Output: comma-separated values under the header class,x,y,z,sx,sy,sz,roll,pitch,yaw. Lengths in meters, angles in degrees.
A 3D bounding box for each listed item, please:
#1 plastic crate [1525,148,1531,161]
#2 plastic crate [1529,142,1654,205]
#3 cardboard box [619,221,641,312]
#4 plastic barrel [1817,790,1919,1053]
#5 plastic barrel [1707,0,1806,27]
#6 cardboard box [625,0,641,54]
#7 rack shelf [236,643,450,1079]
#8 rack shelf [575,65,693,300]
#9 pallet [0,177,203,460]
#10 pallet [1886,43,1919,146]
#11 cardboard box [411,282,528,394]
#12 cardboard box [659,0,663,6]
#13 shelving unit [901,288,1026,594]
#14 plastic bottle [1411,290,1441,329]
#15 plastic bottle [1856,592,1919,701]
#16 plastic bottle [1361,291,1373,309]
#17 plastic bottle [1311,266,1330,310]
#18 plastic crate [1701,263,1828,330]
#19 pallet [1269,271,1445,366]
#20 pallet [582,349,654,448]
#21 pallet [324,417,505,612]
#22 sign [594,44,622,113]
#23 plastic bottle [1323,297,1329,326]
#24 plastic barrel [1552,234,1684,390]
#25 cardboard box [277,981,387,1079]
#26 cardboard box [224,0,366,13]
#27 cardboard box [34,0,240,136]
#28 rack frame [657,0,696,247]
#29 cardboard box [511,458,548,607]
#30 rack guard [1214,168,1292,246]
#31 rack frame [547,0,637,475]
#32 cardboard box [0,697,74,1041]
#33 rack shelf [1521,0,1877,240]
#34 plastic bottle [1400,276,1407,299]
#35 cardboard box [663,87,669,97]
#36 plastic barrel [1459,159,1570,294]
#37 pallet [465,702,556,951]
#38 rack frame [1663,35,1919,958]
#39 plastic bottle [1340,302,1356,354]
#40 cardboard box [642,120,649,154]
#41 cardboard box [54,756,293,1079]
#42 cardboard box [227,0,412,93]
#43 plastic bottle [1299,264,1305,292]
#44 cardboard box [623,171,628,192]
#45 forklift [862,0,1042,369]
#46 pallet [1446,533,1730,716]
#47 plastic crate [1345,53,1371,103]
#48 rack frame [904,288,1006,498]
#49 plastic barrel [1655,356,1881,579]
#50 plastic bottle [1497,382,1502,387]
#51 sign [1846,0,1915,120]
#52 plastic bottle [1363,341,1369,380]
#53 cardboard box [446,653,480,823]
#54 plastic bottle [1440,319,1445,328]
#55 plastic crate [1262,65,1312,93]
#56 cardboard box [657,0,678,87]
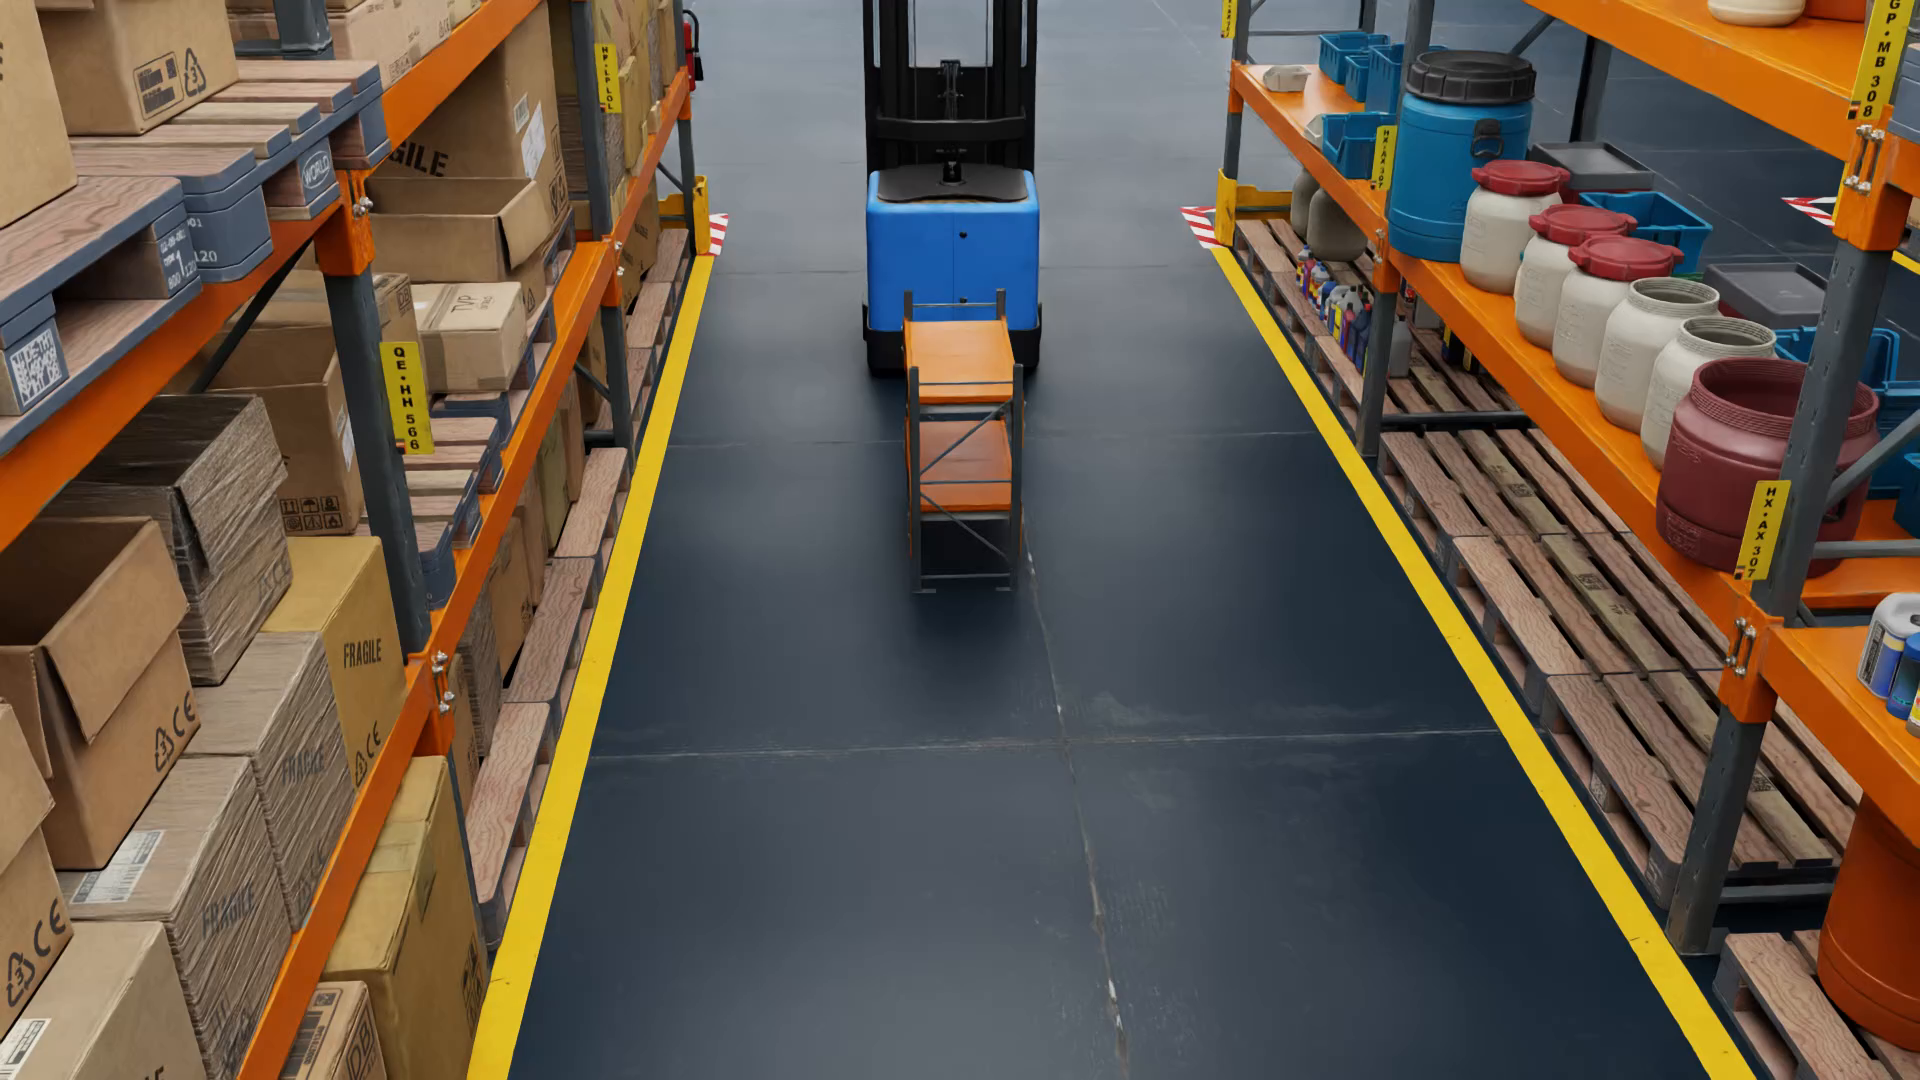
class,x,y,z,sx,sy,sz,roll,pitch,yaw
plastic crate,2.794,-2.035,8.976,0.767,0.338,0.504,-1,28,-3
plastic crate,3.025,-1.630,8.063,0.402,0.464,0.583,-1,28,-3
cardboard box,-2.366,-1.770,10.649,0.500,0.500,0.500,1,28,2
plastic barrel,2.945,1.031,4.923,0.600,0.830,0.708,-1,28,-3
plastic barrel,2.603,-1.821,5.404,0.301,0.262,0.301,0,28,0
cardboard box,-2.075,-2.994,9.235,0.500,0.500,0.500,-1,28,-3
rack shelf,-1.939,1.391,3.117,1.077,0.370,4.000,-1,28,-3
rack shelf,-2.357,-2.303,10.200,1.077,0.370,4.000,-1,28,-3
pallet,-1.895,-0.285,2.513,1.003,0.211,1.213,0,28,0
pallet,2.845,-0.861,3.619,1.003,0.211,1.213,-1,28,-3
cardboard box,-1.901,-0.750,6.153,0.500,0.250,0.500,-2,28,-4
cardboard box,-2.154,-3.686,10.564,0.500,0.500,0.500,-1,28,-3
shelving unit,0.000,-0.496,7.984,0.538,1.125,1.048,-1,28,-3
plastic bottle,2.888,-1.457,10.269,0.152,0.276,0.135,-1,28,-3
plastic bottle,2.603,0.292,4.581,0.152,0.276,0.135,-1,28,-3
plastic bottle,2.447,-1.351,10.059,0.061,0.283,0.133,-1,28,-3
plastic bottle,2.292,-1.601,10.551,0.097,0.271,0.097,0,28,0
plastic crate,3.124,-0.753,6.381,0.402,0.464,0.583,-1,28,-3
pallet,2.634,-1.458,10.816,1.003,0.211,1.213,-1,28,-3
pallet,-2.323,-0.771,9.501,1.003,0.211,1.213,-1,28,-3
pallet,-2.187,-0.093,5.392,1.213,0.211,1.003,-1,28,-3
sign,-1.698,-2.227,8.024,0.100,0.325,0.005,-1,28,-3
plastic bottle,2.308,-1.430,10.298,0.097,0.201,0.097,0,28,0
plastic barrel,2.586,-0.893,6.571,0.433,0.535,0.433,0,28,0
cardboard box,-1.989,1.636,3.714,1.225,0.875,0.875,-1,28,-2
cardboard box,-1.811,-1.670,4.317,0.500,0.500,0.500,-1,28,-2
cardboard box,-1.940,-1.133,3.370,0.797,0.503,0.637,0,28,0
rack frame,-2.461,-3.546,11.805,1.000,3.000,0.127,-1,28,-3
cardboard box,-2.206,-0.022,7.276,0.700,0.500,0.500,-4,28,-7
rack guard,2.536,-2.523,12.547,1.175,0.500,0.348,-1,28,-3
rack frame,-2.252,-1.698,8.263,1.000,3.000,0.127,-1,28,-3
cardboard box,-1.948,0.608,2.647,0.797,0.503,0.637,-1,28,-1
rack shelf,2.798,-1.905,6.194,1.077,0.370,4.000,-1,28,-3
plastic bottle,2.898,-1.699,10.725,0.061,0.283,0.133,-1,28,-3
cardboard box,-2.163,-3.078,11.180,0.380,0.149,0.250,-1,28,-3
plastic barrel,2.525,-1.431,7.604,0.433,0.535,0.433,0,28,0
pallet,-2.083,1.024,6.058,1.003,0.211,1.213,-1,28,-3
rack frame,2.903,0.029,4.950,1.000,3.000,0.127,-1,28,-3
plastic bottle,2.312,-1.262,9.888,0.061,0.283,0.133,0,28,1
cardboard box,-2.055,-2.386,9.853,0.380,0.149,0.250,-1,28,-3
cardboard box,-1.720,0.796,3.371,0.500,0.500,0.500,-2,28,-4
cardboard box,-1.814,-1.338,4.490,0.500,0.250,0.500,-1,28,-2
plastic bottle,2.274,-1.727,10.868,0.097,0.201,0.097,0,28,0
cardboard box,-2.004,-1.924,8.967,0.380,0.149,0.250,-1,28,-3
forklift,-0.067,-2.978,10.791,1.130,2.935,3.031,0,28,-1
pallet,2.840,0.345,7.361,1.003,0.211,1.213,-1,28,-3
plastic crate,2.838,-3.075,11.064,0.499,0.251,0.408,-1,28,-3
rack frame,-0.026,-0.730,8.434,0.500,1.125,0.032,-1,28,-3
plastic barrel,2.576,-0.238,5.316,0.600,0.536,0.708,-1,28,-3
plastic bottle,3.110,-0.977,9.430,0.097,0.201,0.097,0,28,0
sign,2.354,-1.238,4.249,0.100,0.325,0.005,-1,28,-3
plastic bottle,2.339,-1.023,9.429,0.061,0.283,0.133,0,28,0
cardboard box,-2.098,0.753,5.790,0.700,0.500,0.500,-3,28,-5
plastic bottle,3.034,-1.505,10.281,0.144,0.351,0.185,-2,28,-3
plastic crate,2.211,-3.127,11.288,0.298,0.136,0.250,-1,28,-3
cardboard box,-2.314,-3.239,10.787,0.875,0.500,0.500,-1,28,-3
